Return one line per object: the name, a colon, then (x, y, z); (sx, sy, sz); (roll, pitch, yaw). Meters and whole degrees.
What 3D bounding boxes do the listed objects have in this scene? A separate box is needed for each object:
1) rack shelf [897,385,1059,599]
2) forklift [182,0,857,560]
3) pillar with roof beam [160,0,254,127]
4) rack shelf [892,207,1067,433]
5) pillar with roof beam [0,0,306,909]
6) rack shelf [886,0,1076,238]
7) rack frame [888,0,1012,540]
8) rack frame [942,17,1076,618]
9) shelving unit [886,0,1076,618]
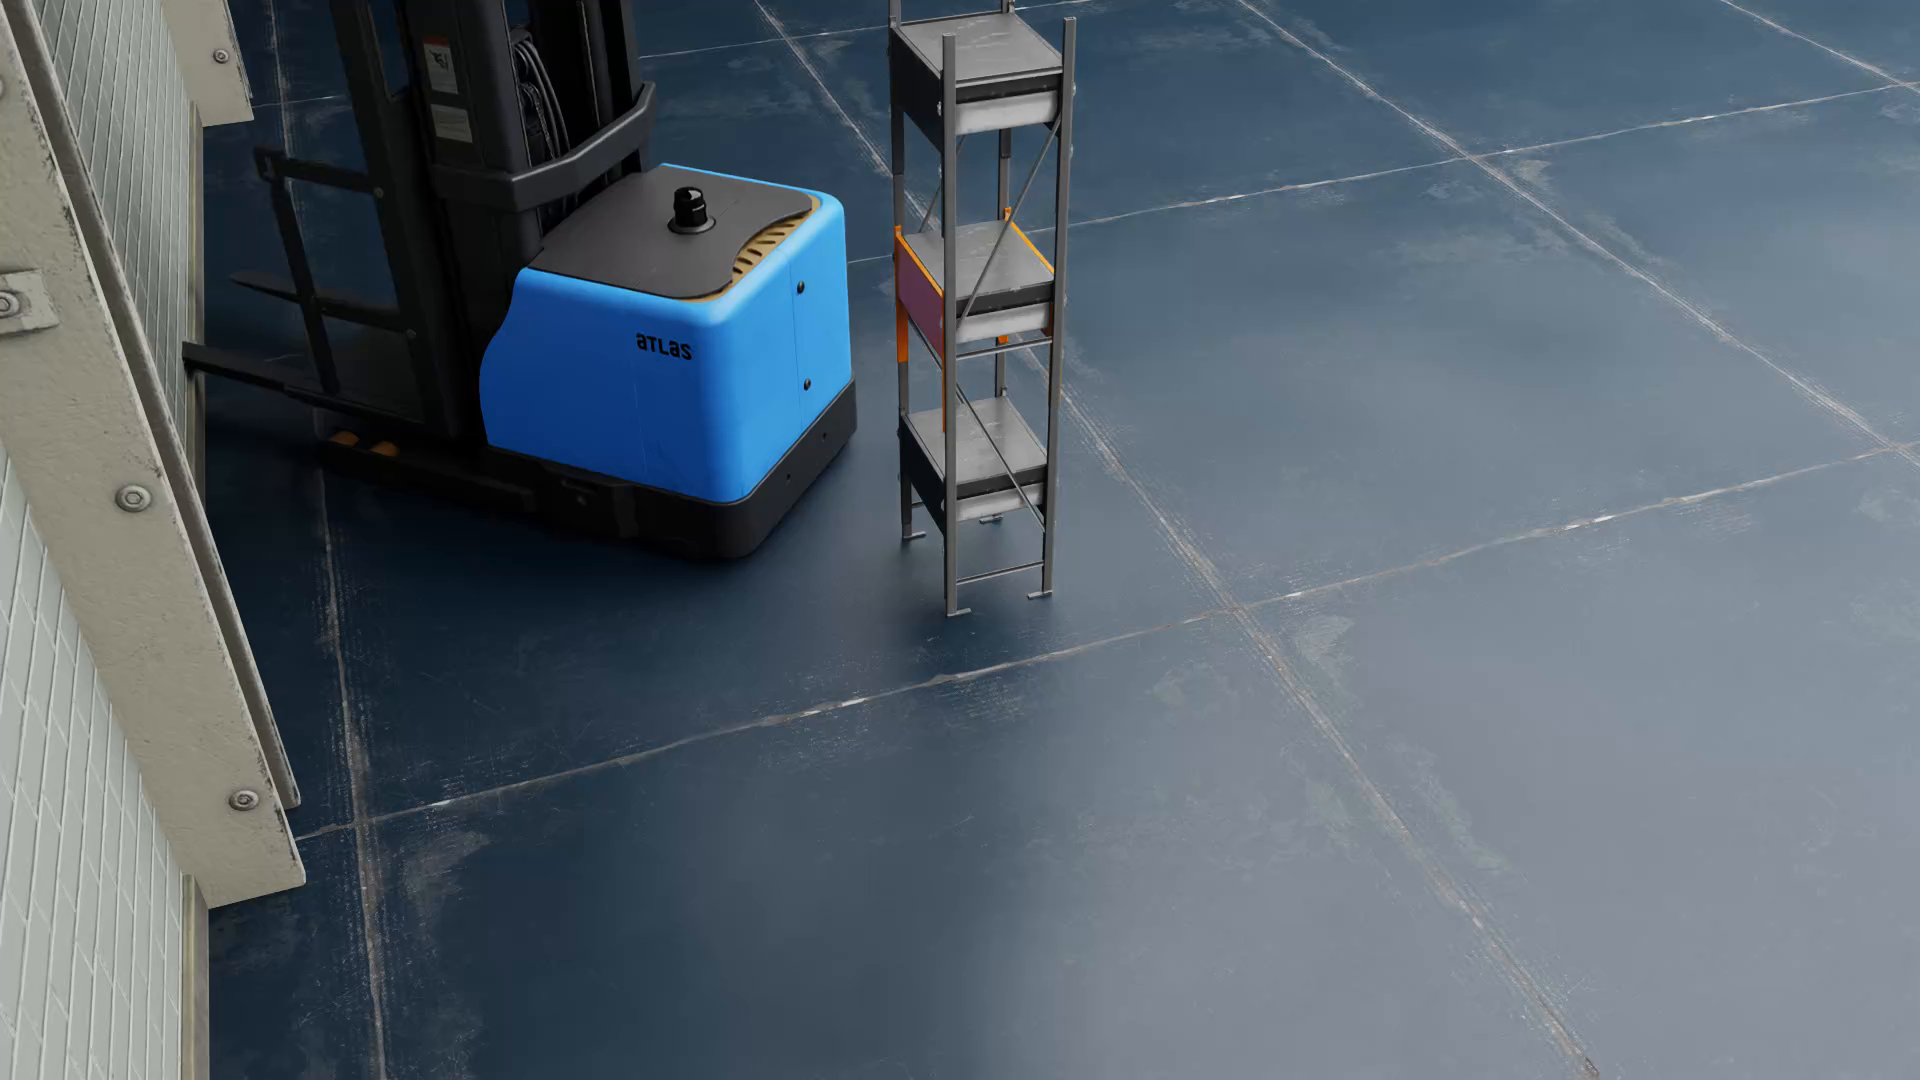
rack shelf: (0.057, -0.175, 5.923); (0.431, 0.518, 0.480); (-12, 39, -16)
forklift: (-1.983, -1.666, 6.026); (3.031, 2.935, 1.130); (14, 39, 18)
pillar with roof beam: (-0.165, -6.940, 7.985); (9.100, 9.000, 0.400); (-12, 39, -16)
rack shelf: (0.057, -0.734, 5.502); (0.431, 0.518, 0.480); (-12, 39, -16)
pillar with roof beam: (1.900, -3.551, 3.485); (9.100, 9.000, 0.400); (-12, 39, -16)
rack shelf: (0.057, -1.293, 5.081); (0.431, 0.518, 0.480); (-12, 39, -16)
rack frame: (-0.027, -0.883, 5.677); (0.400, 2.100, 0.015); (-12, 39, -16)
rack frame: (0.141, -0.607, 5.311); (0.400, 2.100, 0.015); (-12, 39, -16)
shelving unit: (0.057, -0.745, 5.494); (0.431, 2.100, 0.503); (-12, 39, -16)
